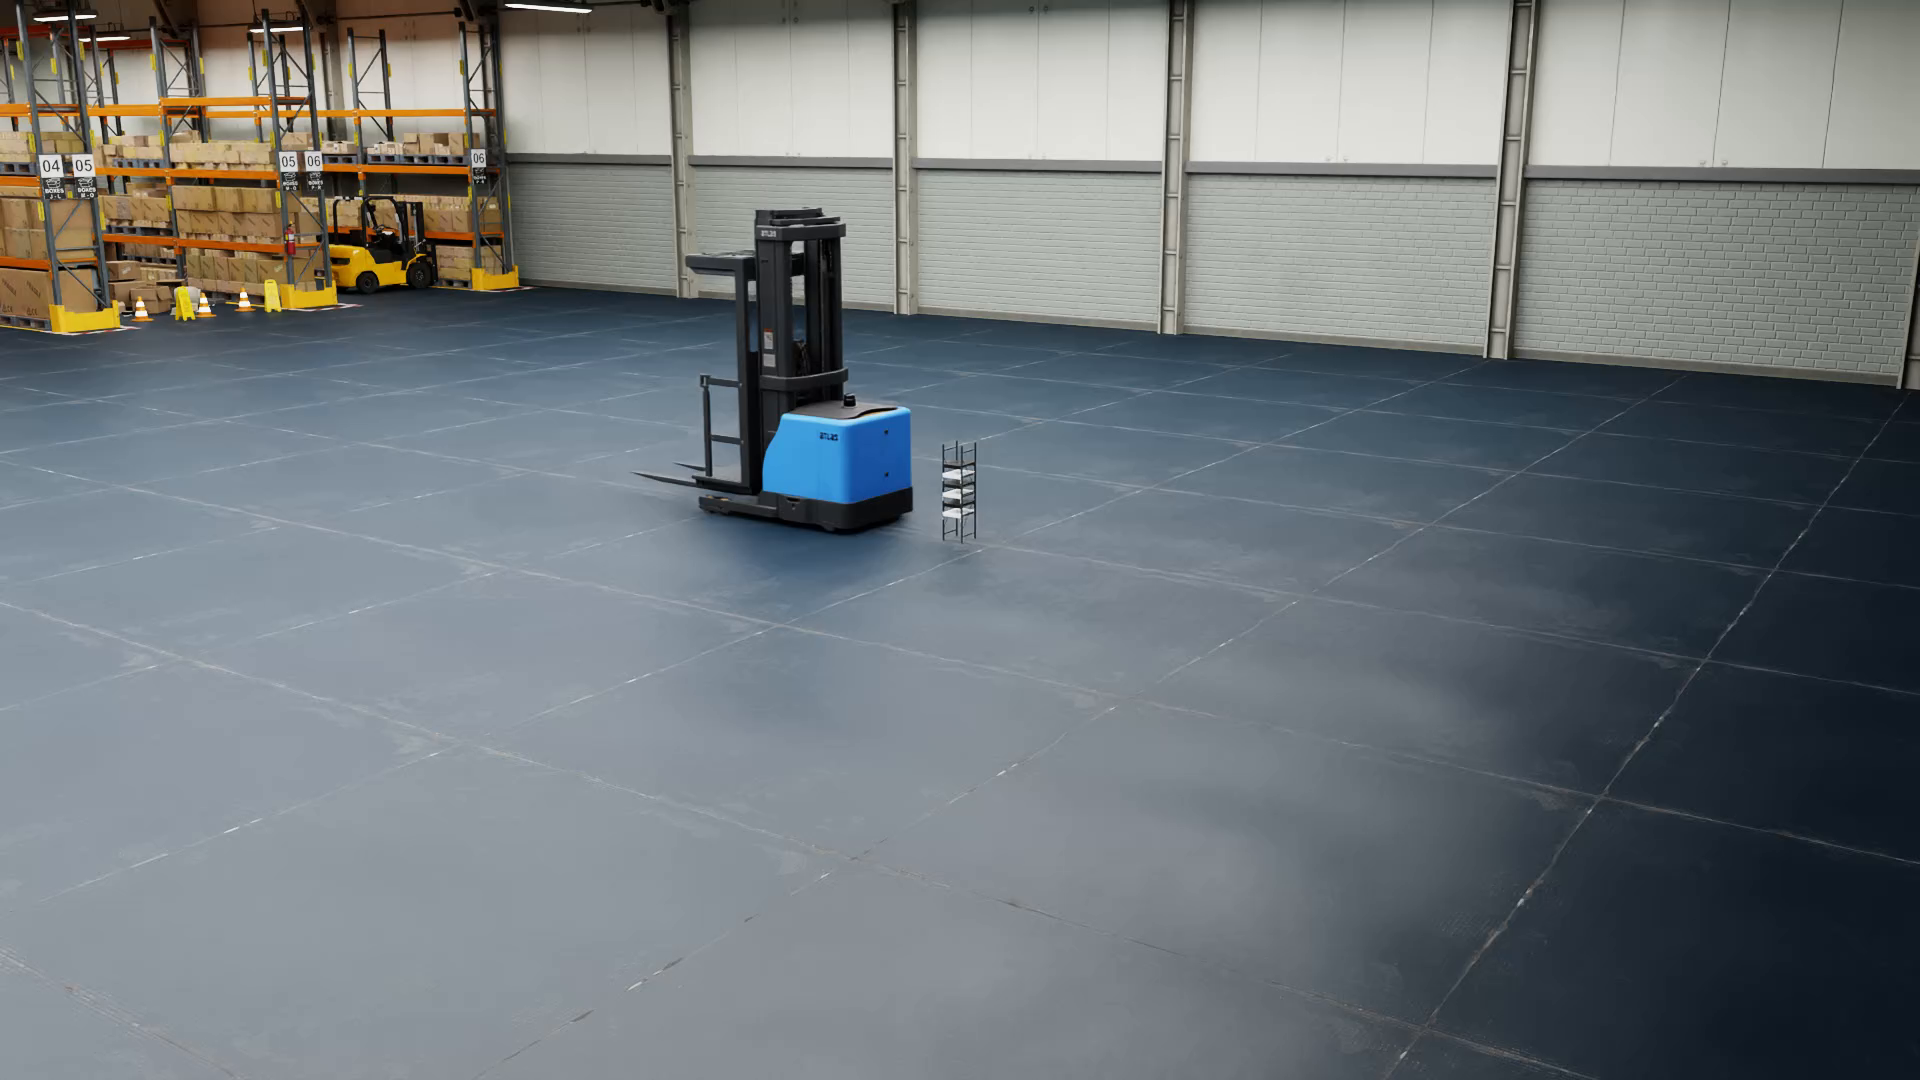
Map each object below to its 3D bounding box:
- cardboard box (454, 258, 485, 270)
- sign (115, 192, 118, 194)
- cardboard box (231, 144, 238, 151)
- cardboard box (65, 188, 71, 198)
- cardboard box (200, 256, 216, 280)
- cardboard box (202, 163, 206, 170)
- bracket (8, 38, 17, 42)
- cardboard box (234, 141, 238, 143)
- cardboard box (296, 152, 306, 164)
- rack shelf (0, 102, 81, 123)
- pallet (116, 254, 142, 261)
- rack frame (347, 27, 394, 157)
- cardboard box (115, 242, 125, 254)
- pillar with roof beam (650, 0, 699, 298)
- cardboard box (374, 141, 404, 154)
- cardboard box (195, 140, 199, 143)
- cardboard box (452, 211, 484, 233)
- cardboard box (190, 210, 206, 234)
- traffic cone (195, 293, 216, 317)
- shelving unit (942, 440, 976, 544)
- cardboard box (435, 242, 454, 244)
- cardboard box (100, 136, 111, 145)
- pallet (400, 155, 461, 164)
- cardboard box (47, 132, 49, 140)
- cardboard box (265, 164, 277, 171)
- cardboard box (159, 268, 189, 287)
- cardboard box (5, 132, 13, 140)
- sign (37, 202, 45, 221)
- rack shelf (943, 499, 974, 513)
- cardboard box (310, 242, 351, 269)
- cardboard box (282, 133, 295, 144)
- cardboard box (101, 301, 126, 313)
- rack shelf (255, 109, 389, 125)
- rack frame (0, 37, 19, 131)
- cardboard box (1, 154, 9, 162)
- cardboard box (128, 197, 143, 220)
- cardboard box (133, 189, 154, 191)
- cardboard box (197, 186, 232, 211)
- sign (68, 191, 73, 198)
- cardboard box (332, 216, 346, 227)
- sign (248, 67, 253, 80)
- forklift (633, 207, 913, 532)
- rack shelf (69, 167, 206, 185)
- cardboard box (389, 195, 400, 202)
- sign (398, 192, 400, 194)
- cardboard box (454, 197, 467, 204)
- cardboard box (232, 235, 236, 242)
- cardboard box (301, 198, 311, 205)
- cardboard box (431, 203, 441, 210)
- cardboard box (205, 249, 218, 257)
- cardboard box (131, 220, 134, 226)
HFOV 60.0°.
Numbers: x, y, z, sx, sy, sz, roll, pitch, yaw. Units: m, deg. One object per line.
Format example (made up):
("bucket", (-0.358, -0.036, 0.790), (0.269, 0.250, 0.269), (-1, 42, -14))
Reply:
("cardboard box", (-11.557, -6.523, 39.166), (0.500, 0.250, 0.500), (9, 16, 32))
("sign", (-20.089, -8.124, 39.581), (0.005, 0.325, 0.100), (9, 17, 33))
("cardboard box", (-15.189, -8.317, 35.228), (0.250, 0.149, 0.380), (9, 16, 31))
("cardboard box", (-20.959, -8.042, 39.206), (0.500, 0.500, 0.500), (9, 16, 31))
("cardboard box", (-16.275, -5.985, 36.474), (0.500, 0.500, 0.500), (10, 17, 35))
("cardboard box", (-16.088, -8.061, 35.851), (0.250, 0.149, 0.380), (9, 16, 31))
("bracket", (-28.498, -15.057, 49.859), (0.430, 0.232, 0.235), (9, 17, 33))
("cardboard box", (-18.663, -10.314, 43.293), (0.250, 0.149, 0.380), (9, 16, 32))
("cardboard box", (-14.014, -8.066, 35.043), (0.500, 0.250, 0.500), (9, 16, 32))
("rack shelf", (-18.084, -8.055, 31.390), (4.000, 0.370, 1.077), (9, 17, 33))
("pallet", (-23.529, -8.083, 47.466), (1.213, 0.211, 1.003), (9, 17, 33))
("rack frame", (-14.297, -10.857, 40.381), (0.127, 3.000, 1.000), (9, 17, 33))
("cardboard box", (-23.800, -8.445, 47.445), (0.637, 0.503, 0.797), (8, 16, 31))
("pillar with roof beam", (-8.477, -8.931, 32.599), (0.548, 9.000, 9.100), (9, 17, 33))
("cardboard box", (-13.743, -9.450, 40.043), (0.500, 0.311, 0.500), (10, 17, 34))
("cardboard box", (-20.011, -10.505, 44.024), (0.250, 0.149, 0.380), (9, 17, 34))
("cardboard box", (-11.533, -7.470, 38.978), (0.500, 0.500, 0.500), (9, 16, 32))
("cardboard box", (-16.425, -6.970, 36.338), (0.500, 0.500, 0.500), (9, 17, 33))
("traffic cone", (-15.160, -4.720, 33.355), (0.334, 0.463, 0.336), (9, 17, 33))
("shelving unit", (-0.007, -0.438, 15.146), (0.210, 0.900, 0.258), (9, 17, 33))
("cardboard box", (-12.518, -7.071, 40.338), (0.500, 0.250, 0.500), (9, 16, 32))
("cardboard box", (-23.615, -11.143, 46.431), (0.500, 0.250, 0.500), (9, 17, 32))
("pallet", (-12.567, -9.085, 39.649), (1.213, 0.211, 1.003), (9, 17, 33))
("cardboard box", (-16.943, -7.567, 31.116), (0.250, 0.149, 0.380), (9, 16, 32))
("cardboard box", (-14.198, -7.744, 34.572), (0.250, 0.149, 0.380), (9, 17, 33))
("cardboard box", (-17.501, -5.953, 37.649), (0.625, 0.372, 0.950), (9, 17, 34))
("cardboard box", (-17.312, -7.437, 30.589), (0.250, 0.149, 0.380), (10, 17, 34))
("sign", (-16.738, -5.988, 30.296), (0.005, 0.325, 0.100), (9, 17, 33))
("rack shelf", (-0.007, -0.318, 15.176), (0.200, 0.077, 0.258), (9, 17, 33))
("cardboard box", (-16.001, -7.270, 42.442), (0.625, 0.625, 0.875), (8, 16, 31))
("cardboard box", (-16.677, -10.045, 42.052), (0.500, 0.500, 0.700), (9, 16, 32))
("cardboard box", (-17.289, -4.764, 33.941), (0.258, 0.266, 0.396), (13, 19, 42))
("rack shelf", (-15.957, -10.582, 41.599), (4.000, 0.370, 1.077), (9, 17, 33))
("rack frame", (-23.703, -10.940, 40.715), (0.127, 3.000, 1.000), (9, 17, 33))
("cardboard box", (-17.521, -7.083, 30.820), (0.250, 0.149, 0.380), (9, 17, 33))
("cardboard box", (-18.413, -7.504, 37.621), (0.500, 0.500, 0.500), (10, 17, 35))
("cardboard box", (-18.869, -8.039, 38.433), (0.250, 0.149, 0.380), (8, 16, 30))
("cardboard box", (-16.007, -7.385, 35.933), (0.500, 0.500, 0.700), (9, 16, 32))
("sign", (-20.691, -7.942, 38.681), (0.005, 0.325, 0.100), (9, 17, 33))
("cardboard box", (-15.282, -7.954, 41.450), (0.500, 0.250, 0.500), (9, 17, 32))
("sign", (-17.911, -11.776, 41.984), (0.005, 0.325, 0.100), (9, 17, 33))
("forklift", (-1.952, -1.757, 16.249), (3.031, 2.935, 1.130), (10, 17, 34))
("rack shelf", (-18.724, -8.330, 37.911), (4.000, 0.370, 1.077), (9, 17, 33))
("cardboard box", (-13.558, -8.246, 40.142), (0.250, 0.149, 0.380), (10, 17, 34))
("sign", (-13.989, -8.514, 41.436), (0.005, 0.325, 0.100), (9, 17, 33))
("cardboard box", (-11.615, -7.949, 38.942), (0.250, 0.149, 0.380), (9, 17, 33))
("cardboard box", (-15.433, -6.513, 35.839), (0.250, 0.149, 0.380), (9, 17, 33))
("cardboard box", (-16.439, -8.572, 42.078), (0.250, 0.149, 0.380), (10, 17, 34))
("cardboard box", (-12.279, -7.900, 39.361), (0.250, 0.149, 0.380), (9, 16, 31))
("cardboard box", (-16.228, -6.272, 36.283), (0.250, 0.149, 0.380), (10, 17, 35))
("cardboard box", (-18.645, -7.246, 37.928), (0.250, 0.149, 0.380), (9, 16, 31))
